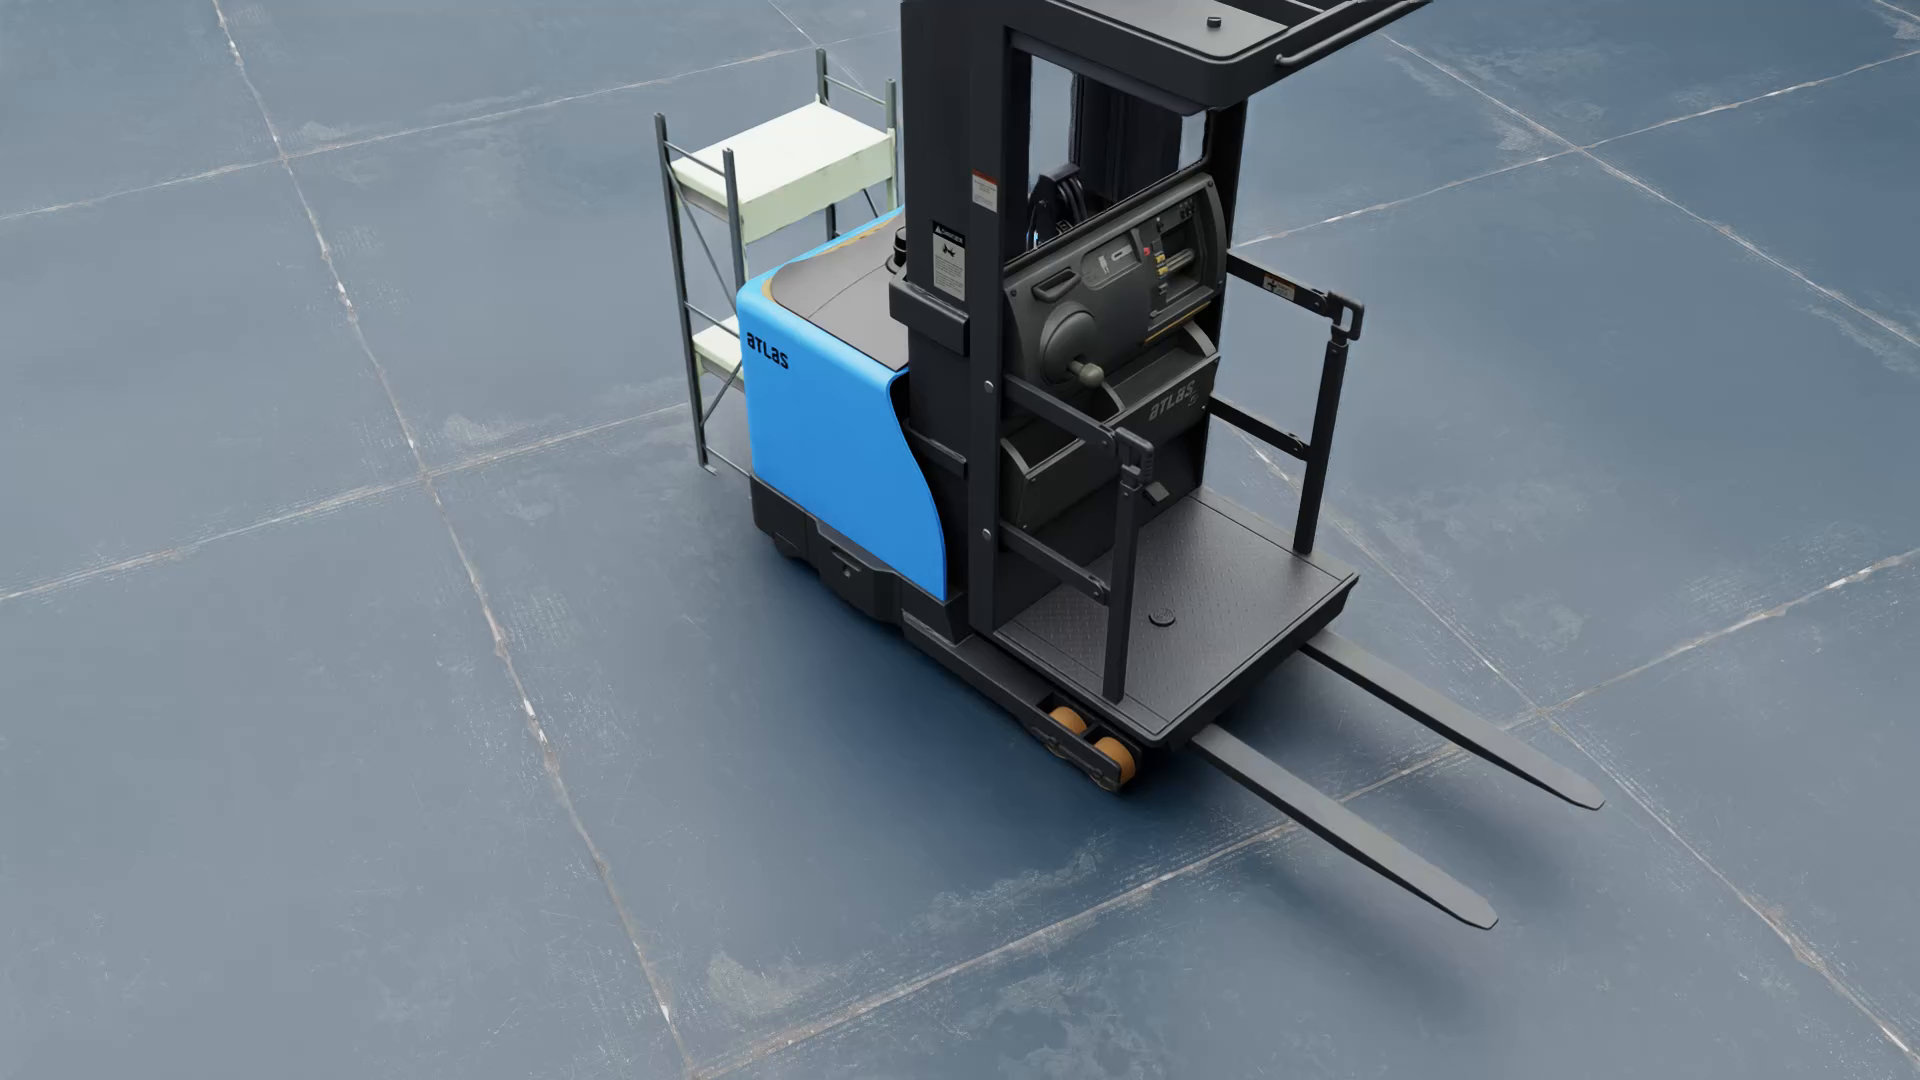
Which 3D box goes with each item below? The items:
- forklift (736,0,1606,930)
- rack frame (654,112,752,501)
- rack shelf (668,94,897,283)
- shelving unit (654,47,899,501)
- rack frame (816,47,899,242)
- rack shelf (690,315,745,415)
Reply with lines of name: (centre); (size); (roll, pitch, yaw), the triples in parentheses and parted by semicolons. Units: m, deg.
forklift: (0.628, -0.704, 4.814); (3.031, 2.935, 1.130); (33, 50, 32)
rack frame: (-0.888, -0.786, 6.017); (0.400, 1.500, 0.023); (32, 50, 32)
rack shelf: (-0.631, -1.253, 5.964); (0.431, 0.370, 0.720); (32, 50, 32)
shelving unit: (-0.631, -0.954, 6.216); (0.431, 1.500, 0.755); (32, 50, 32)
rack frame: (-0.374, -1.123, 6.415); (0.400, 1.500, 0.023); (32, 50, 32)
rack shelf: (-0.631, -0.705, 6.427); (0.431, 0.370, 0.720); (32, 50, 32)
